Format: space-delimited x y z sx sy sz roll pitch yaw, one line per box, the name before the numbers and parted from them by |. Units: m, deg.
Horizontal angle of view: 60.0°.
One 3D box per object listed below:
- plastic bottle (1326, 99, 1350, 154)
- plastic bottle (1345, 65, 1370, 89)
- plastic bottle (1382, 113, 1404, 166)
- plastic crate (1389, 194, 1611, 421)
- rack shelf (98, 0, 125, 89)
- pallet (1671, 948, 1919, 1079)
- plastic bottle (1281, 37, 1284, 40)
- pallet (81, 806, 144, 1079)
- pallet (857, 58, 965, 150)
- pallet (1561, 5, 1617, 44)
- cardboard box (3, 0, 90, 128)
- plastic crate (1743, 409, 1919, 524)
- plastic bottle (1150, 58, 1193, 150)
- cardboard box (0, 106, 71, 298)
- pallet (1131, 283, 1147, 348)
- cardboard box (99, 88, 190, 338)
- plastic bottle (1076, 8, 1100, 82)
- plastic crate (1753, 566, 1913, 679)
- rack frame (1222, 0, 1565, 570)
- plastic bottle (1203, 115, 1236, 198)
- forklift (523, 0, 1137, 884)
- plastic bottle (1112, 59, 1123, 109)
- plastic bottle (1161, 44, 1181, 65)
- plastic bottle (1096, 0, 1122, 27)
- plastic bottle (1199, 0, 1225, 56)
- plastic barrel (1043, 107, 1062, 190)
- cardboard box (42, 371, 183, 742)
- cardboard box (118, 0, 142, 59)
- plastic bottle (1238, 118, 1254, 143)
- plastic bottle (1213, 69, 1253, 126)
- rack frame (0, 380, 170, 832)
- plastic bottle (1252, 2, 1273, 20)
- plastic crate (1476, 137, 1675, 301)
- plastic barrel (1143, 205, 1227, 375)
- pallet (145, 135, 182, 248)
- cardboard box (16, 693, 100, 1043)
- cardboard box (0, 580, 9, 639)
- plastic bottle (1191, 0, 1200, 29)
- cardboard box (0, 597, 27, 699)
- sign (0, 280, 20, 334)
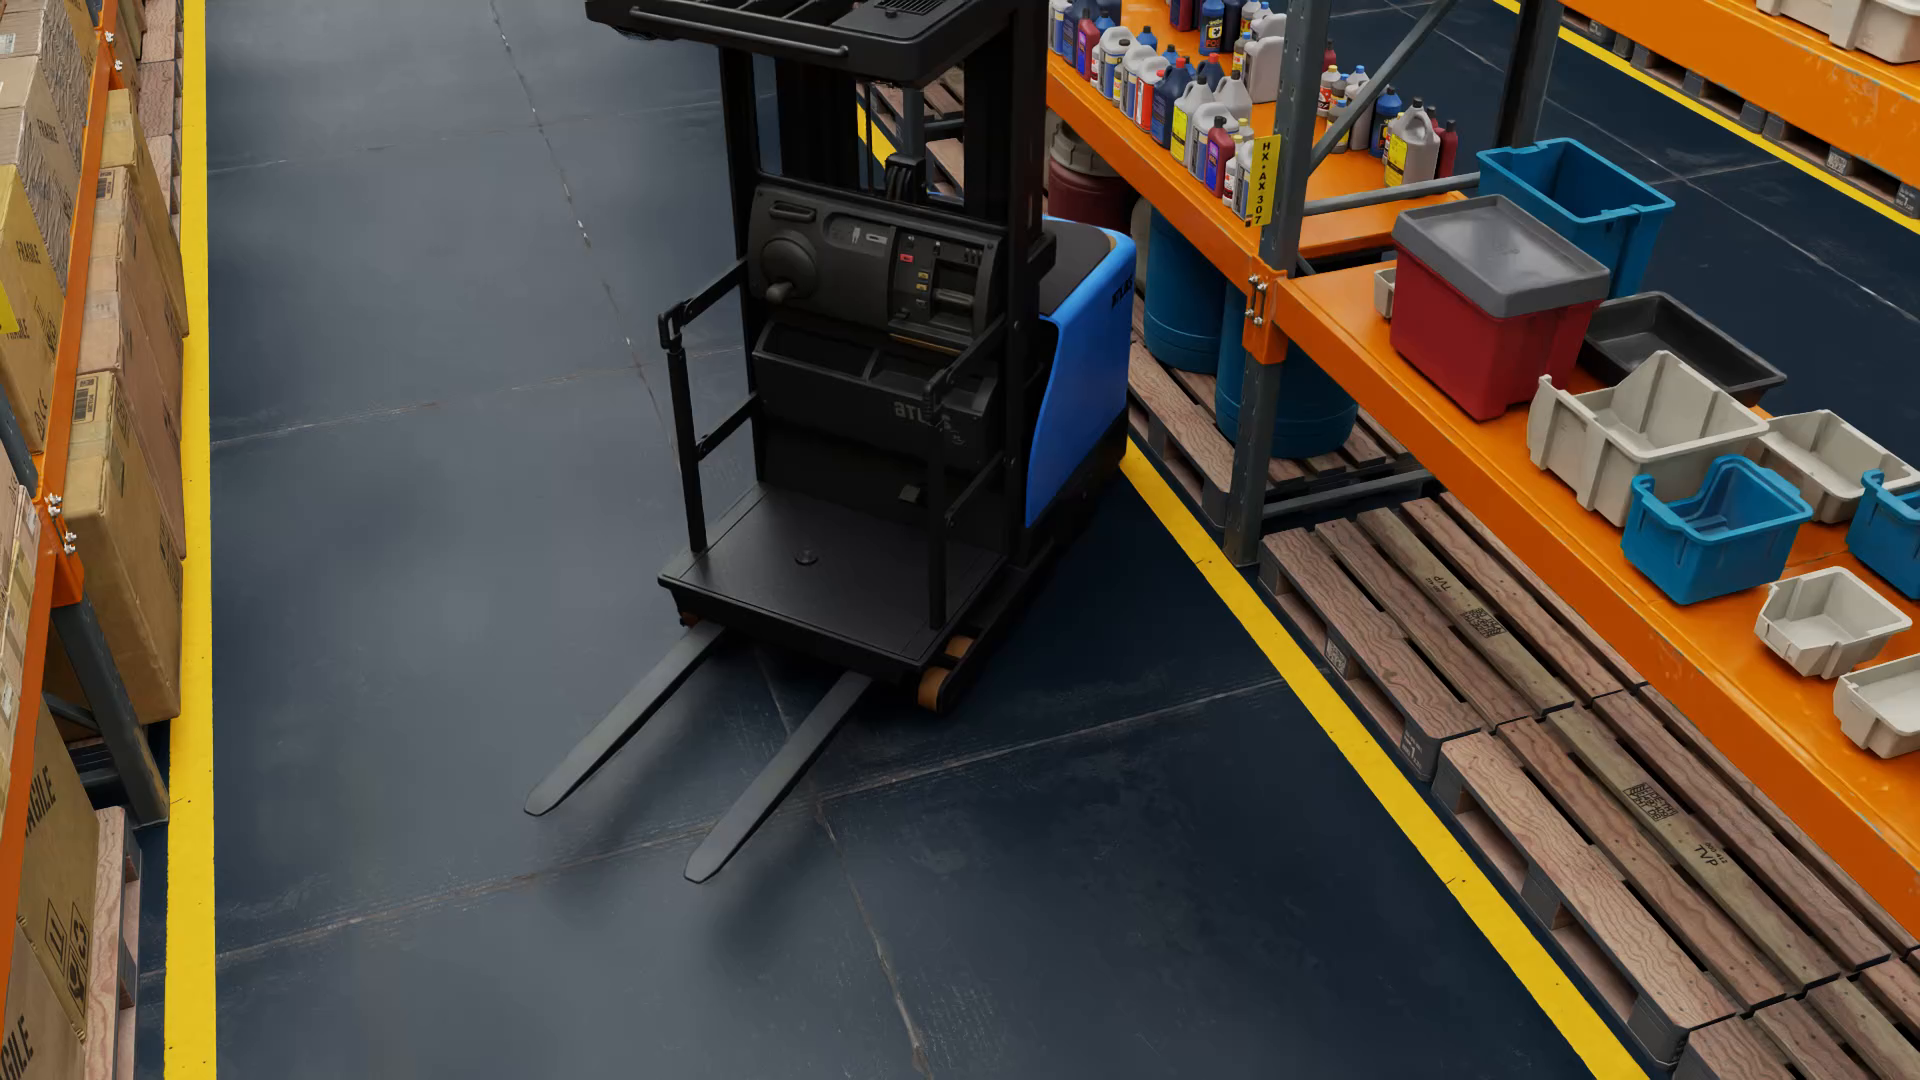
plastic bottle | 1.505 -1.649 6.611 0.097 0.201 0.097 0 37 0
plastic bottle | 1.601 -1.784 6.732 0.097 0.271 0.097 0 37 0
plastic bottle | 1.715 -1.570 6.506 0.097 0.201 0.097 0 37 0
plastic crate | 1.615 -0.710 5.097 0.402 0.464 0.583 -12 39 -16
rack shelf | -5.172 -3.294 9.228 1.077 0.370 4.000 -12 39 -16
pallet | 2.672 1.682 4.341 1.003 0.211 1.213 -12 39 -16
plastic bottle | 1.423 -2.031 7.056 0.152 0.276 0.135 -12 39 -16
pallet | -2.919 1.368 4.759 1.003 0.211 1.213 -12 39 -16
pallet | -0.064 -2.809 10.303 1.003 0.211 1.213 -12 39 -16
pallet | 4.572 -3.860 11.699 1.003 0.211 1.213 -12 39 -16
cardboard box | -3.915 -1.981 6.804 0.500 0.500 0.500 -13 39 -16
plastic crate | 2.425 -0.214 4.711 0.293 0.136 0.466 -12 39 -16
plastic bottle | 0.856 -1.753 6.626 0.144 0.351 0.185 -12 39 -16
cardboard box | -3.377 -1.110 5.647 0.500 0.500 0.500 -13 39 -17
pallet | 0.893 -1.238 8.218 1.003 0.211 1.213 -12 39 -16
cardboard box | -4.266 -1.376 7.501 1.225 0.875 0.875 -14 39 -18
plastic bottle | 0.556 -2.146 7.203 0.061 0.283 0.133 -12 39 -16
plastic crate | 2.145 0.218 4.136 0.298 0.136 0.250 -12 39 -16
rack frame | 1.543 -1.217 5.873 1.000 3.000 0.127 -12 39 -16
plastic bottle | 0.981 -1.448 6.276 0.061 0.283 0.133 -12 39 -16
forklift | -0.400 -0.862 5.458 1.130 2.935 3.031 17 40 21
plastic bottle | 0.693 -1.921 6.972 0.097 0.201 0.097 0 37 0
plastic bottle | 0.869 -1.925 6.920 0.097 0.271 0.097 0 37 0
plastic bottle | 0.637 -2.379 7.456 0.144 0.351 0.185 -12 39 -16
plastic bottle | 1.127 -2.312 7.433 0.097 0.271 0.097 0 37 0
plastic barrel | 0.629 -2.078 8.734 0.421 0.512 0.421 0 37 0
cardboard box | -3.346 0.132 5.499 1.225 0.875 0.875 -12 39 -16
cardboard box | -5.523 -3.264 10.302 0.700 0.500 0.500 -13 39 -16
plastic bottle | 1.089 -1.536 6.462 0.097 0.201 0.097 0 37 0
plastic bottle | 1.055 -1.679 6.527 0.144 0.351 0.185 -12 39 -16
rack frame | -3.107 -0.192 4.511 1.000 3.000 0.127 -12 39 -16
plastic bottle | 1.329 -2.231 7.326 0.097 0.271 0.097 0 37 0
plastic crate | 2.024 -1.042 5.603 0.392 0.384 0.575 -12 39 -16
plastic barrel | 1.128 -1.258 7.322 0.600 0.901 0.708 -12 39 -16
pallet | -4.751 -1.779 8.937 1.003 0.211 1.213 -12 39 -16
cardboard box | -2.955 0.879 4.507 0.875 0.875 0.875 -12 39 -16
cardboard box | -2.529 0.236 3.821 0.500 0.250 0.500 -11 38 -15
plastic bottle | 1.115 -2.573 7.714 0.144 0.351 0.185 -12 39 -16
cardboard box | -2.518 0.303 4.063 0.380 0.149 0.250 -13 39 -17
sign | -2.587 -0.685 4.381 0.100 0.325 0.005 -12 39 -16
